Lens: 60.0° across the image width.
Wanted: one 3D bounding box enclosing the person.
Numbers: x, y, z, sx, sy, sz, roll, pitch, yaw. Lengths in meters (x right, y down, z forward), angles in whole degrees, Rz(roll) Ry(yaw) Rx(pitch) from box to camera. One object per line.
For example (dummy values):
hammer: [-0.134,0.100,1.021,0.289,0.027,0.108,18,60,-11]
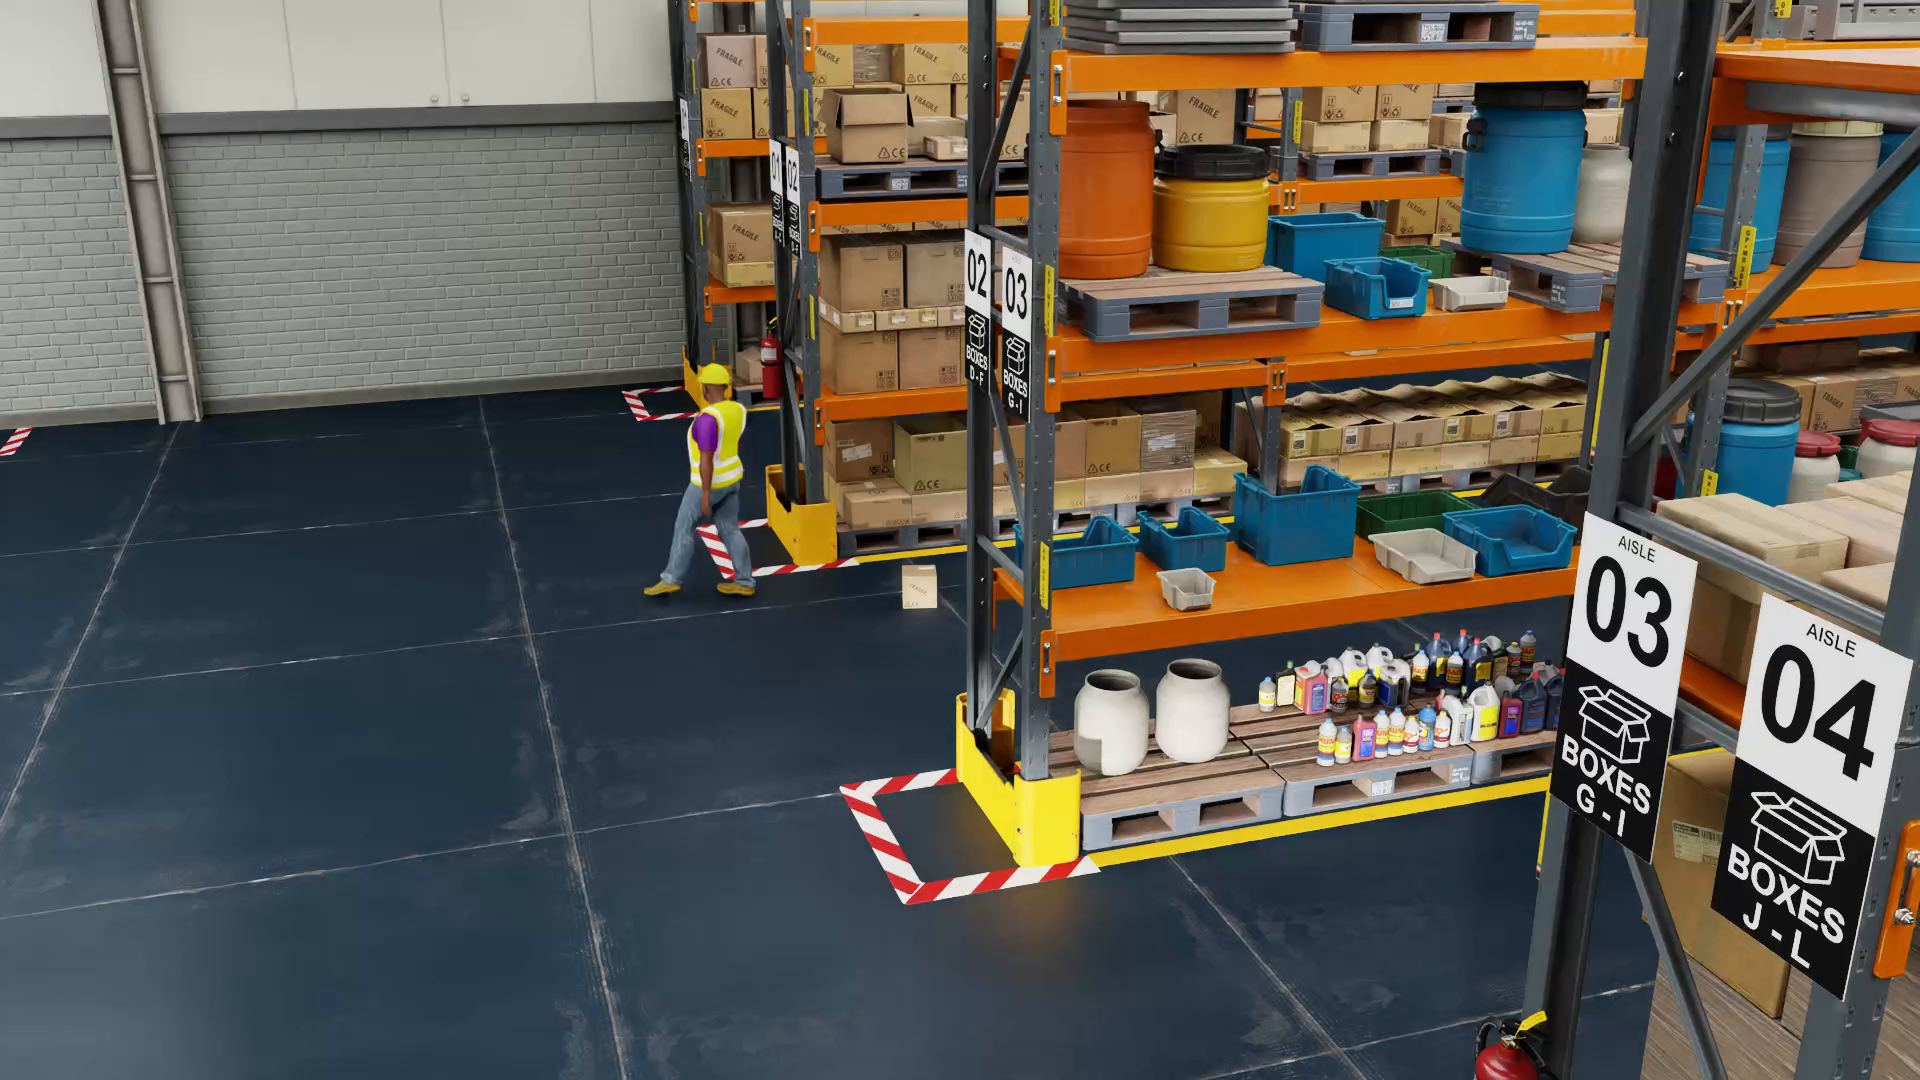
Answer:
person: [-1.903,-0.442,12.287,0.807,1.749,0.648,9,21,25]
